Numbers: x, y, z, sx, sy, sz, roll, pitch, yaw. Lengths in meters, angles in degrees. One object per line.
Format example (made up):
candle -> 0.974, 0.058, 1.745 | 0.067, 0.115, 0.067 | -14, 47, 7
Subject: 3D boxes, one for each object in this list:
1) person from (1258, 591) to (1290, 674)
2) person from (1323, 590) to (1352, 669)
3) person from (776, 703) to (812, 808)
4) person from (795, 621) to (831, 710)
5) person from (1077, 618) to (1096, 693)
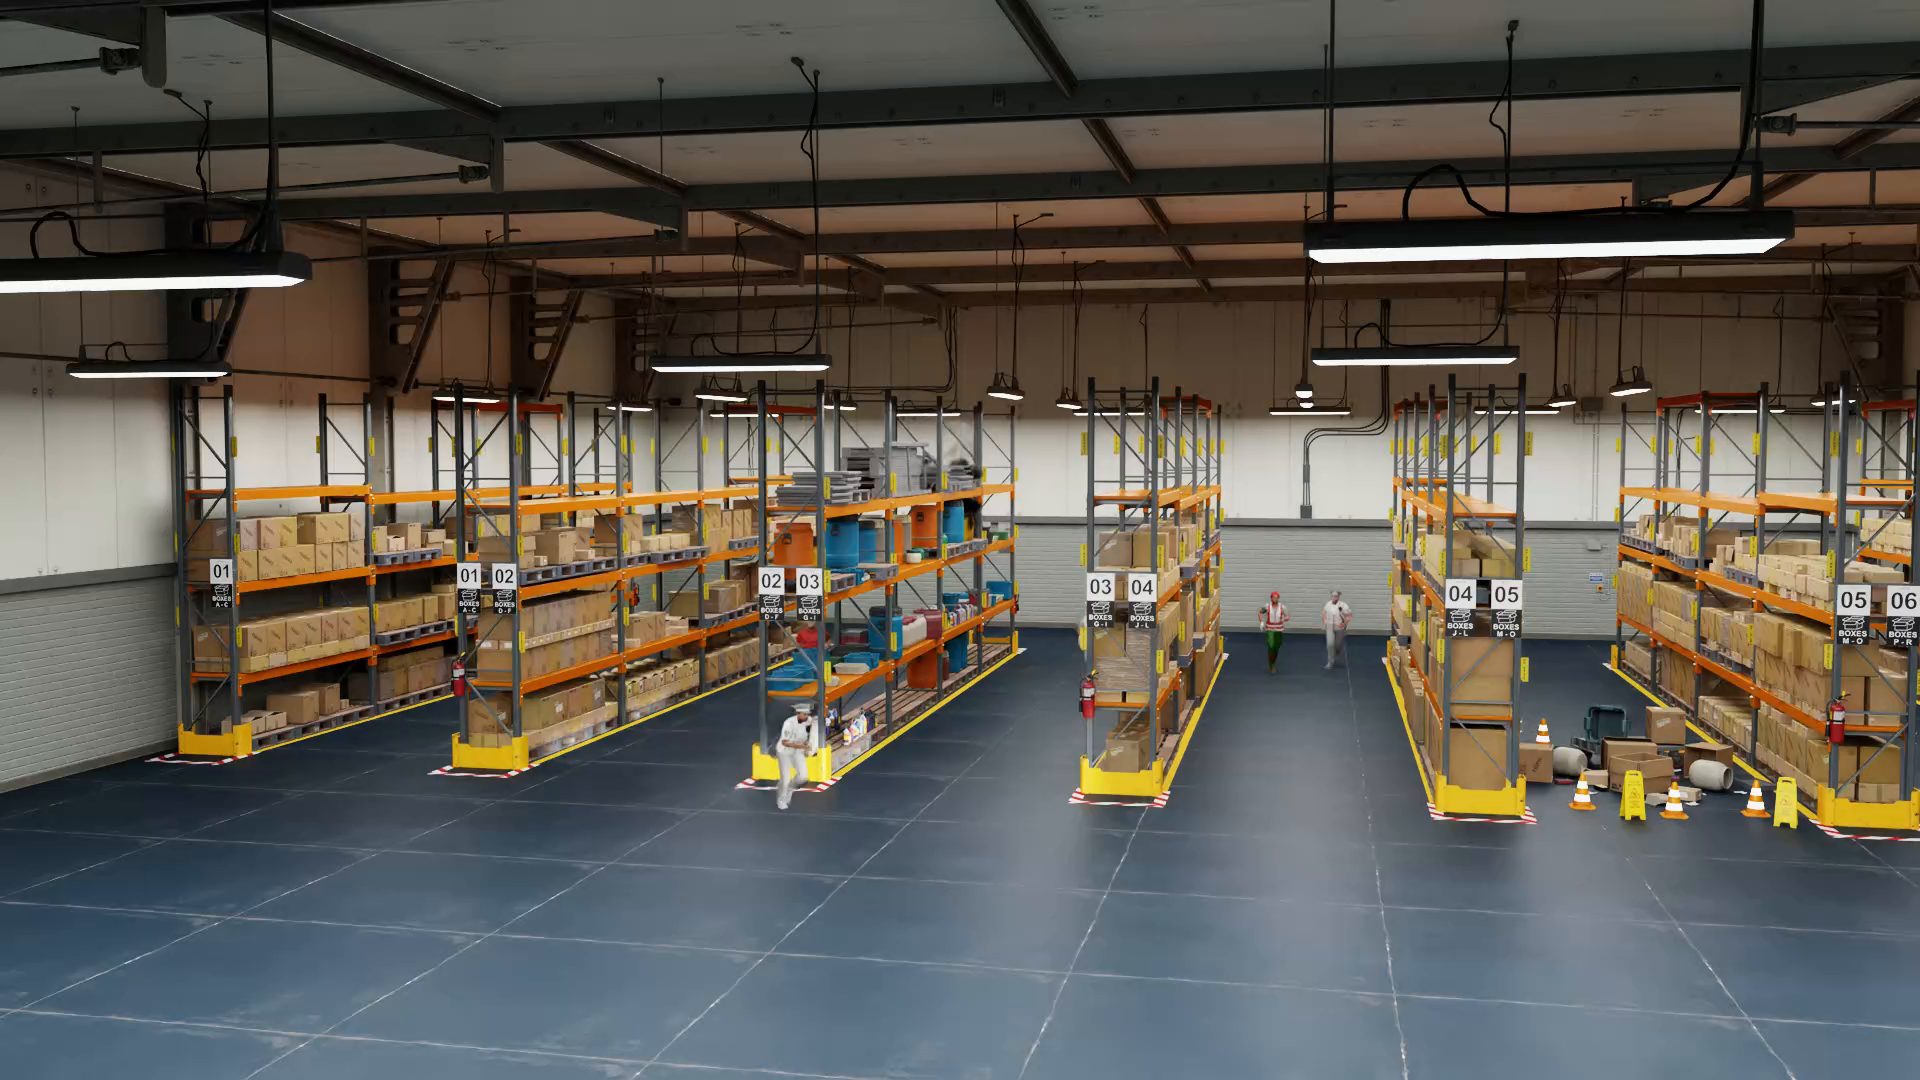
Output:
person -> 7.007, 2.050, 37.024 | 0.667, 1.829, 0.873 | 0, 3, 1
person -> 8.556, 2.013, 37.743 | 0.672, 1.792, 0.791 | 1, 3, 24
person -> -2.243, 2.967, 22.918 | 0.592, 1.513, 0.851 | -3, 4, -39
person -> -2.847, 2.325, 31.787 | 0.658, 1.724, 0.936 | 1, 3, 12
person -> 2.724, 2.203, 33.940 | 0.687, 1.774, 0.815 | 0, 3, 3
